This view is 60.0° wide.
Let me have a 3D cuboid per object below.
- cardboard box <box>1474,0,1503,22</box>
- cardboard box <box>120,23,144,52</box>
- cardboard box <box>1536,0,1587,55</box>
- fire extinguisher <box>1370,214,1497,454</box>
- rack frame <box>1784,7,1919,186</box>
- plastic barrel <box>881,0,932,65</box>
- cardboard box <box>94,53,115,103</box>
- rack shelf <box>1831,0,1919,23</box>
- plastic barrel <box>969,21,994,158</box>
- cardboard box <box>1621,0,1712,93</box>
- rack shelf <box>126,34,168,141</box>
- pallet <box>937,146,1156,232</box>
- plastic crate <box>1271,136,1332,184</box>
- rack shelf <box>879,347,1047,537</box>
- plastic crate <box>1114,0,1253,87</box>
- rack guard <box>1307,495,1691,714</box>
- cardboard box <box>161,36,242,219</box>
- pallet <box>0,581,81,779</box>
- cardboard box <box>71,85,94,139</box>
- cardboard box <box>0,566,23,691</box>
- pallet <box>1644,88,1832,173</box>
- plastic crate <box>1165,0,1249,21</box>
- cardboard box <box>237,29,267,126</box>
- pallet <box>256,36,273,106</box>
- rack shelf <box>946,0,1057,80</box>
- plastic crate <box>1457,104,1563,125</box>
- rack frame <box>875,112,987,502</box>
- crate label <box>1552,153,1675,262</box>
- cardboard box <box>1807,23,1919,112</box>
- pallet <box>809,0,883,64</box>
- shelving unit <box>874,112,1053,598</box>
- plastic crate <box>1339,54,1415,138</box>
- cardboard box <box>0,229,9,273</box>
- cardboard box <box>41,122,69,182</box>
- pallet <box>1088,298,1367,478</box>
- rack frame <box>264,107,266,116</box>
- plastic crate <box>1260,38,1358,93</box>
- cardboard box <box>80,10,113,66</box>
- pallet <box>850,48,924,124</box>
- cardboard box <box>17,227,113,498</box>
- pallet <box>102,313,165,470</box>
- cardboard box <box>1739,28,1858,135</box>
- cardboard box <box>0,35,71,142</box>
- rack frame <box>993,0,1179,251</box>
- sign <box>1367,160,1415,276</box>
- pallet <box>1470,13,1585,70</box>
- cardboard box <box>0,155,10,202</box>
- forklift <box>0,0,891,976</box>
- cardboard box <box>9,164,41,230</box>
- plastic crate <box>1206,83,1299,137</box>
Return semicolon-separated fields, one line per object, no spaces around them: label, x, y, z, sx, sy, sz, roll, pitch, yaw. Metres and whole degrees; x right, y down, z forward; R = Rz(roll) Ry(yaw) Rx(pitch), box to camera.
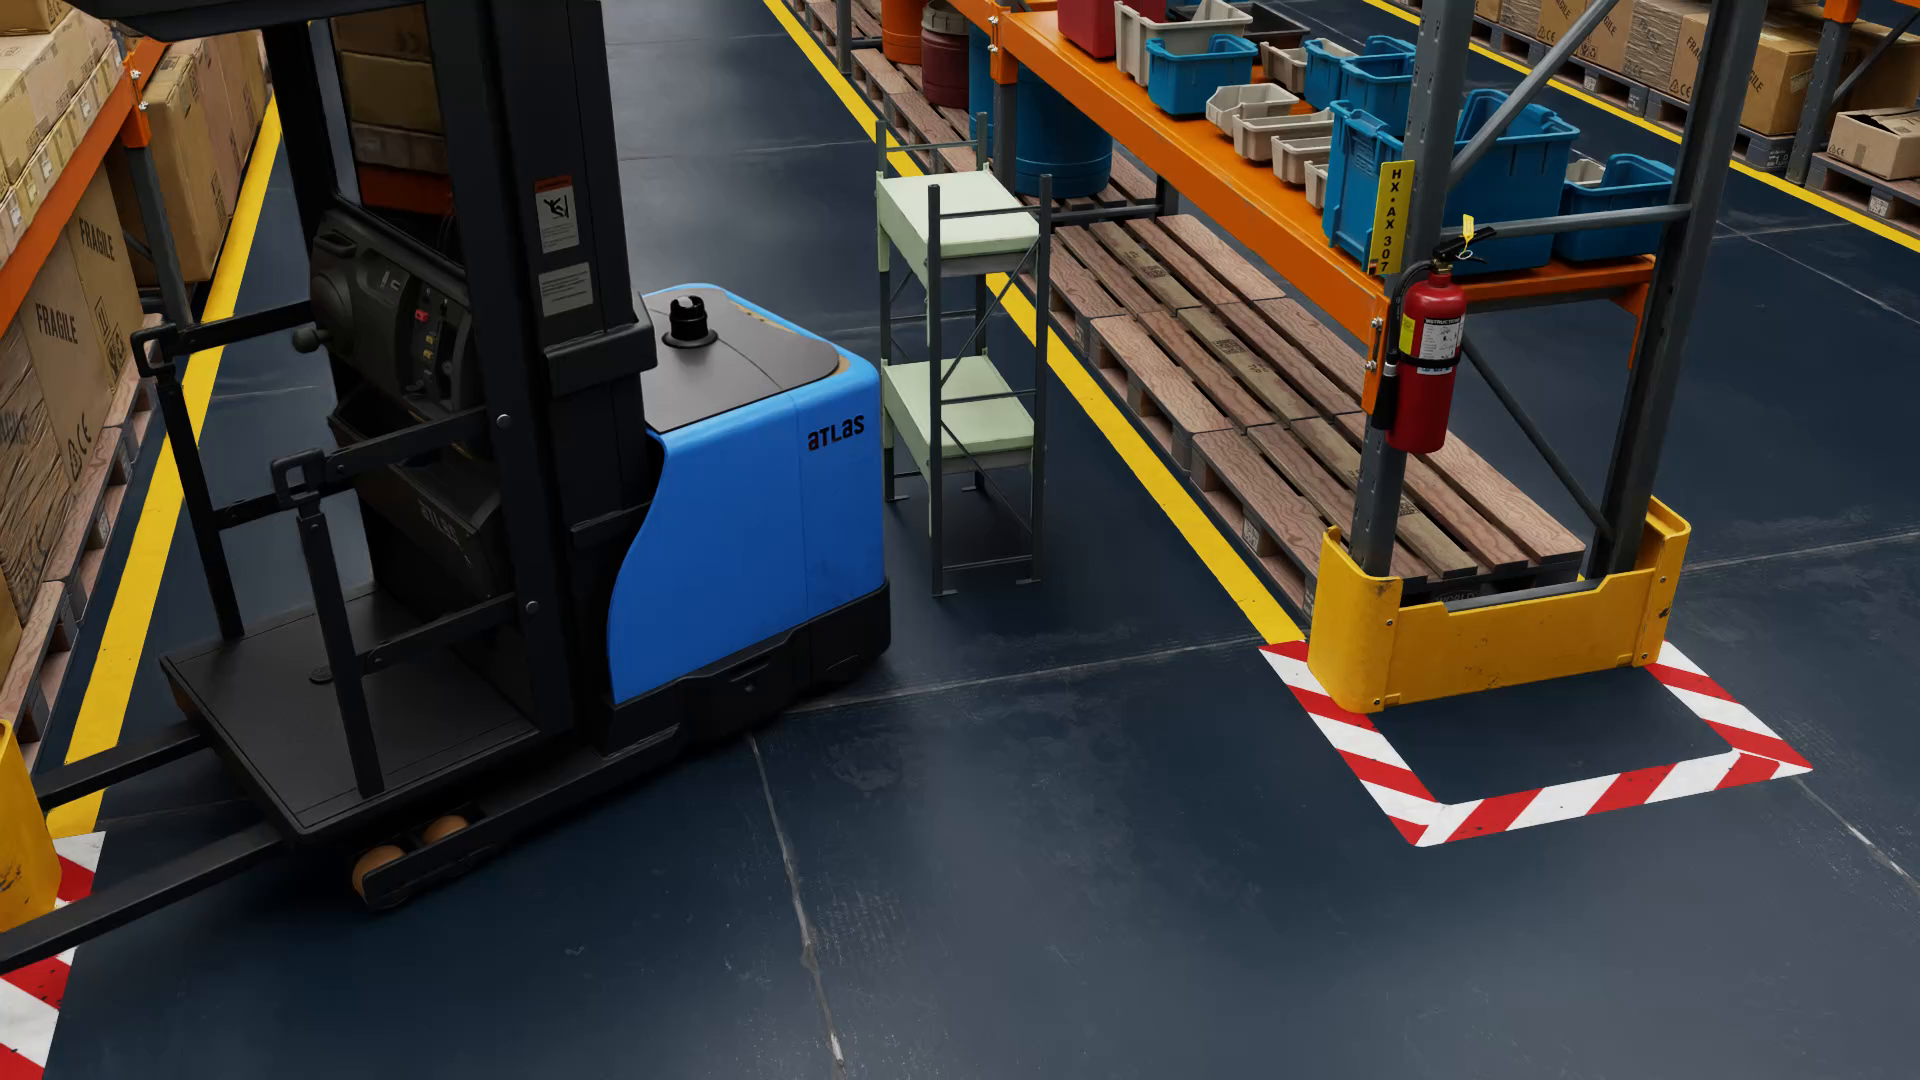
cardboard box;4.228;-4.278;12.703;0.500;0.500;0.500;-7;31;-11
cardboard box;-3.989;-2.479;7.439;0.500;0.500;0.500;-8;31;-13
cardboard box;4.500;-3.783;11.848;0.500;0.500;0.500;-8;31;-14
fire extinguisher;1.331;-0.579;4.705;0.296;0.674;0.183;-8;31;-13
rack frame;5.444;-3.496;9.295;1.000;3.000;0.127;-8;31;-13
plastic barrel;-0.248;-3.779;11.532;0.600;0.830;0.708;-8;31;-13
cardboard box;-3.642;-1.843;6.691;0.380;0.149;0.250;-7;31;-12
rack shelf;5.975;-2.218;7.806;1.077;0.370;4.000;-8;31;-13
plastic barrel;0.351;-2.719;9.630;0.600;0.901;0.708;-8;31;-13
cardboard box;4.781;-3.287;10.990;0.500;0.500;0.500;-7;31;-13
rack shelf;-4.639;-2.835;8.872;1.077;0.370;4.000;-8;31;-13
pallet;0.503;-2.010;9.512;1.003;0.211;1.213;-8;31;-13
plastic crate;1.275;-1.330;5.758;0.396;0.136;0.243;-8;31;-13
rack shelf;-0.002;-0.370;6.043;0.431;0.370;0.720;-8;31;-13
plastic crate;0.895;-2.052;6.859;0.437;0.282;0.530;-8;31;-13
rack guard;1.748;0.185;5.432;1.175;0.500;0.348;-8;31;-13
cardboard box;-4.535;-2.180;8.725;1.225;0.875;0.875;-9;31;-15
pallet;-3.334;0.583;5.033;1.003;0.211;1.213;-8;31;-13
cardboard box;-3.506;-1.595;6.263;0.380;0.149;0.250;-7;31;-12
cardboard box;-3.293;0.191;4.628;0.875;0.875;0.875;-8;31;-13
pallet;5.192;-2.677;10.664;1.003;0.211;1.213;-8;31;-13
plastic crate;1.120;-2.678;7.838;0.392;0.384;0.575;-8;31;-13
cardboard box;-5.007;-3.038;10.207;1.225;0.875;0.875;-9;31;-16
pallet;-5.376;-3.283;11.711;1.003;0.211;1.213;-8;31;-13
rack shelf;0.137;-3.493;10.009;1.077;0.370;4.000;-8;31;-13
plastic crate;1.806;-1.341;5.681;0.416;0.233;0.300;-8;31;-13
rack frame;-0.099;-0.829;6.185;0.400;1.500;0.023;-8;31;-13
crate label;1.981;-1.023;5.131;0.416;0.233;0.303;-8;31;-13
cardboard box;5.551;-2.870;10.271;0.500;0.500;0.500;-9;31;-16
pallet;-0.563;-3.943;12.852;1.003;0.211;1.213;-8;31;-13
shelving unit;-0.002;-0.652;5.880;0.431;1.500;0.755;-8;31;-13
plastic crate;1.631;-1.659;6.230;0.416;0.233;0.300;-8;31;-13
cardboard box;-3.097;-0.851;4.977;0.380;0.149;0.250;-8;31;-14
cardboard box;-3.370;-1.347;5.834;0.380;0.149;0.250;-8;31;-14
pallet;1.227;-0.692;7.234;1.003;0.211;1.213;-8;31;-13
rack frame;-5.170;-4.112;10.360;1.000;3.000;0.127;-8;31;-13
plastic crate;1.419;-1.950;6.827;0.293;0.136;0.466;-8;31;-13
cardboard box;-3.738;-2.066;6.677;0.500;0.250;0.500;-8;31;-14
pallet;-0.145;-3.189;11.548;1.003;0.211;1.213;-8;31;-13
cardboard box;-3.771;-0.678;6.130;0.875;0.875;0.875;-8;31;-13
pallet;-3.982;-0.596;7.069;1.003;0.211;1.213;-8;31;-13
cardboard box;5.037;-2.804;10.157;0.500;0.500;0.500;-8;31;-14
cardboard box;-3.462;-1.570;5.820;0.500;0.250;0.500;-7;31;-12
rack frame;0.667;-2.839;8.160;1.000;3.000;0.127;-8;31;-13
sign;1.203;-0.897;4.642;0.100;0.325;0.005;-8;31;-13
pallet;4.544;-3.855;12.700;1.003;0.211;1.213;-8;31;-13
cardboard box;-3.188;-1.073;4.963;0.500;0.250;0.500;-9;31;-15
forklift;-1.673;-0.566;4.302;3.031;2.935;1.130;-23;37;-35
cardboard box;-3.232;-1.098;5.403;0.380;0.149;0.250;-9;31;-15
plastic crate;1.081;-1.602;6.227;0.298;0.136;0.250;-8;31;-13
